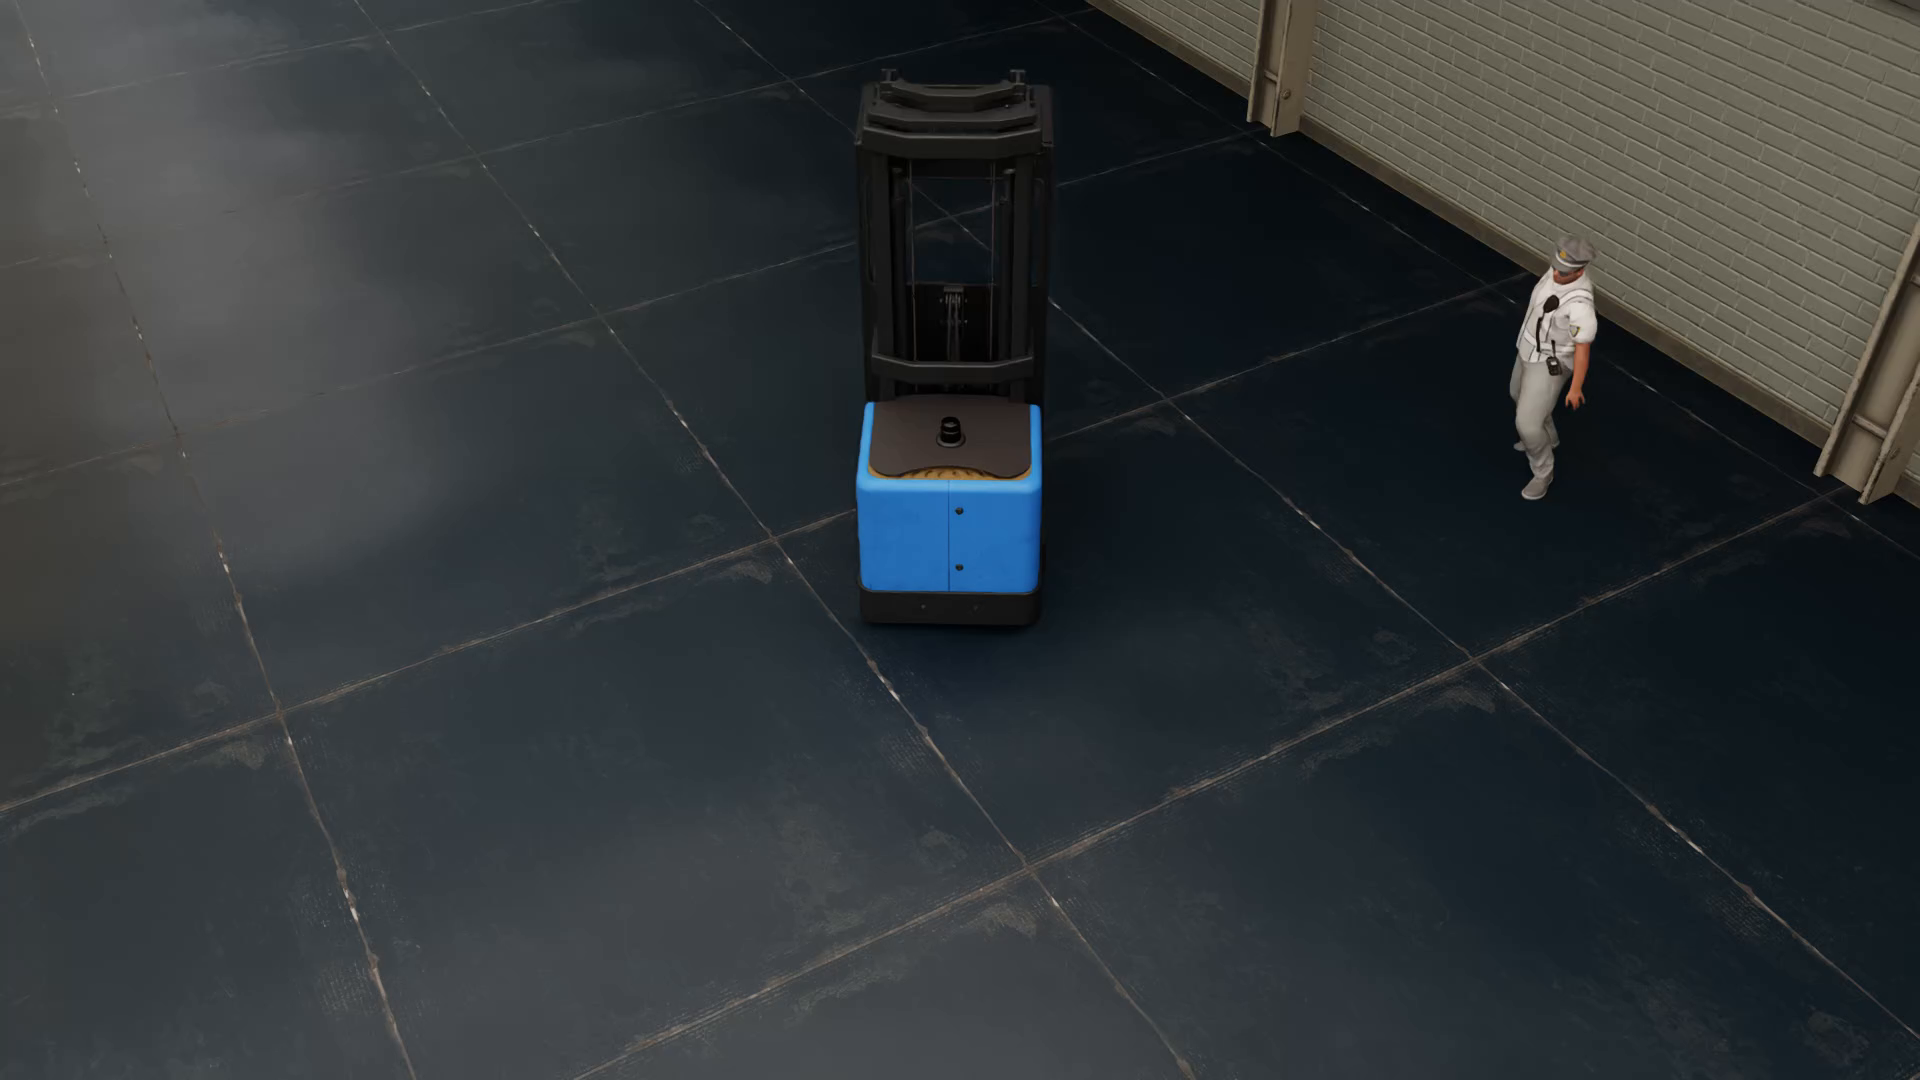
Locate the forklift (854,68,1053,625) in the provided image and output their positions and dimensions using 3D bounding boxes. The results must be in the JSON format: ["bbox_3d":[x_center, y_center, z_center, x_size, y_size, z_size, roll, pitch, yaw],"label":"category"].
[{"bbox_3d":[-0.027,-1.551,9.906,1.130,2.935,3.031,1,40,1],"label":"forklift"}]

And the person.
[{"bbox_3d":[3.736,-1.154,10.451,0.480,1.731,0.897,1,40,2],"label":"person"}]
